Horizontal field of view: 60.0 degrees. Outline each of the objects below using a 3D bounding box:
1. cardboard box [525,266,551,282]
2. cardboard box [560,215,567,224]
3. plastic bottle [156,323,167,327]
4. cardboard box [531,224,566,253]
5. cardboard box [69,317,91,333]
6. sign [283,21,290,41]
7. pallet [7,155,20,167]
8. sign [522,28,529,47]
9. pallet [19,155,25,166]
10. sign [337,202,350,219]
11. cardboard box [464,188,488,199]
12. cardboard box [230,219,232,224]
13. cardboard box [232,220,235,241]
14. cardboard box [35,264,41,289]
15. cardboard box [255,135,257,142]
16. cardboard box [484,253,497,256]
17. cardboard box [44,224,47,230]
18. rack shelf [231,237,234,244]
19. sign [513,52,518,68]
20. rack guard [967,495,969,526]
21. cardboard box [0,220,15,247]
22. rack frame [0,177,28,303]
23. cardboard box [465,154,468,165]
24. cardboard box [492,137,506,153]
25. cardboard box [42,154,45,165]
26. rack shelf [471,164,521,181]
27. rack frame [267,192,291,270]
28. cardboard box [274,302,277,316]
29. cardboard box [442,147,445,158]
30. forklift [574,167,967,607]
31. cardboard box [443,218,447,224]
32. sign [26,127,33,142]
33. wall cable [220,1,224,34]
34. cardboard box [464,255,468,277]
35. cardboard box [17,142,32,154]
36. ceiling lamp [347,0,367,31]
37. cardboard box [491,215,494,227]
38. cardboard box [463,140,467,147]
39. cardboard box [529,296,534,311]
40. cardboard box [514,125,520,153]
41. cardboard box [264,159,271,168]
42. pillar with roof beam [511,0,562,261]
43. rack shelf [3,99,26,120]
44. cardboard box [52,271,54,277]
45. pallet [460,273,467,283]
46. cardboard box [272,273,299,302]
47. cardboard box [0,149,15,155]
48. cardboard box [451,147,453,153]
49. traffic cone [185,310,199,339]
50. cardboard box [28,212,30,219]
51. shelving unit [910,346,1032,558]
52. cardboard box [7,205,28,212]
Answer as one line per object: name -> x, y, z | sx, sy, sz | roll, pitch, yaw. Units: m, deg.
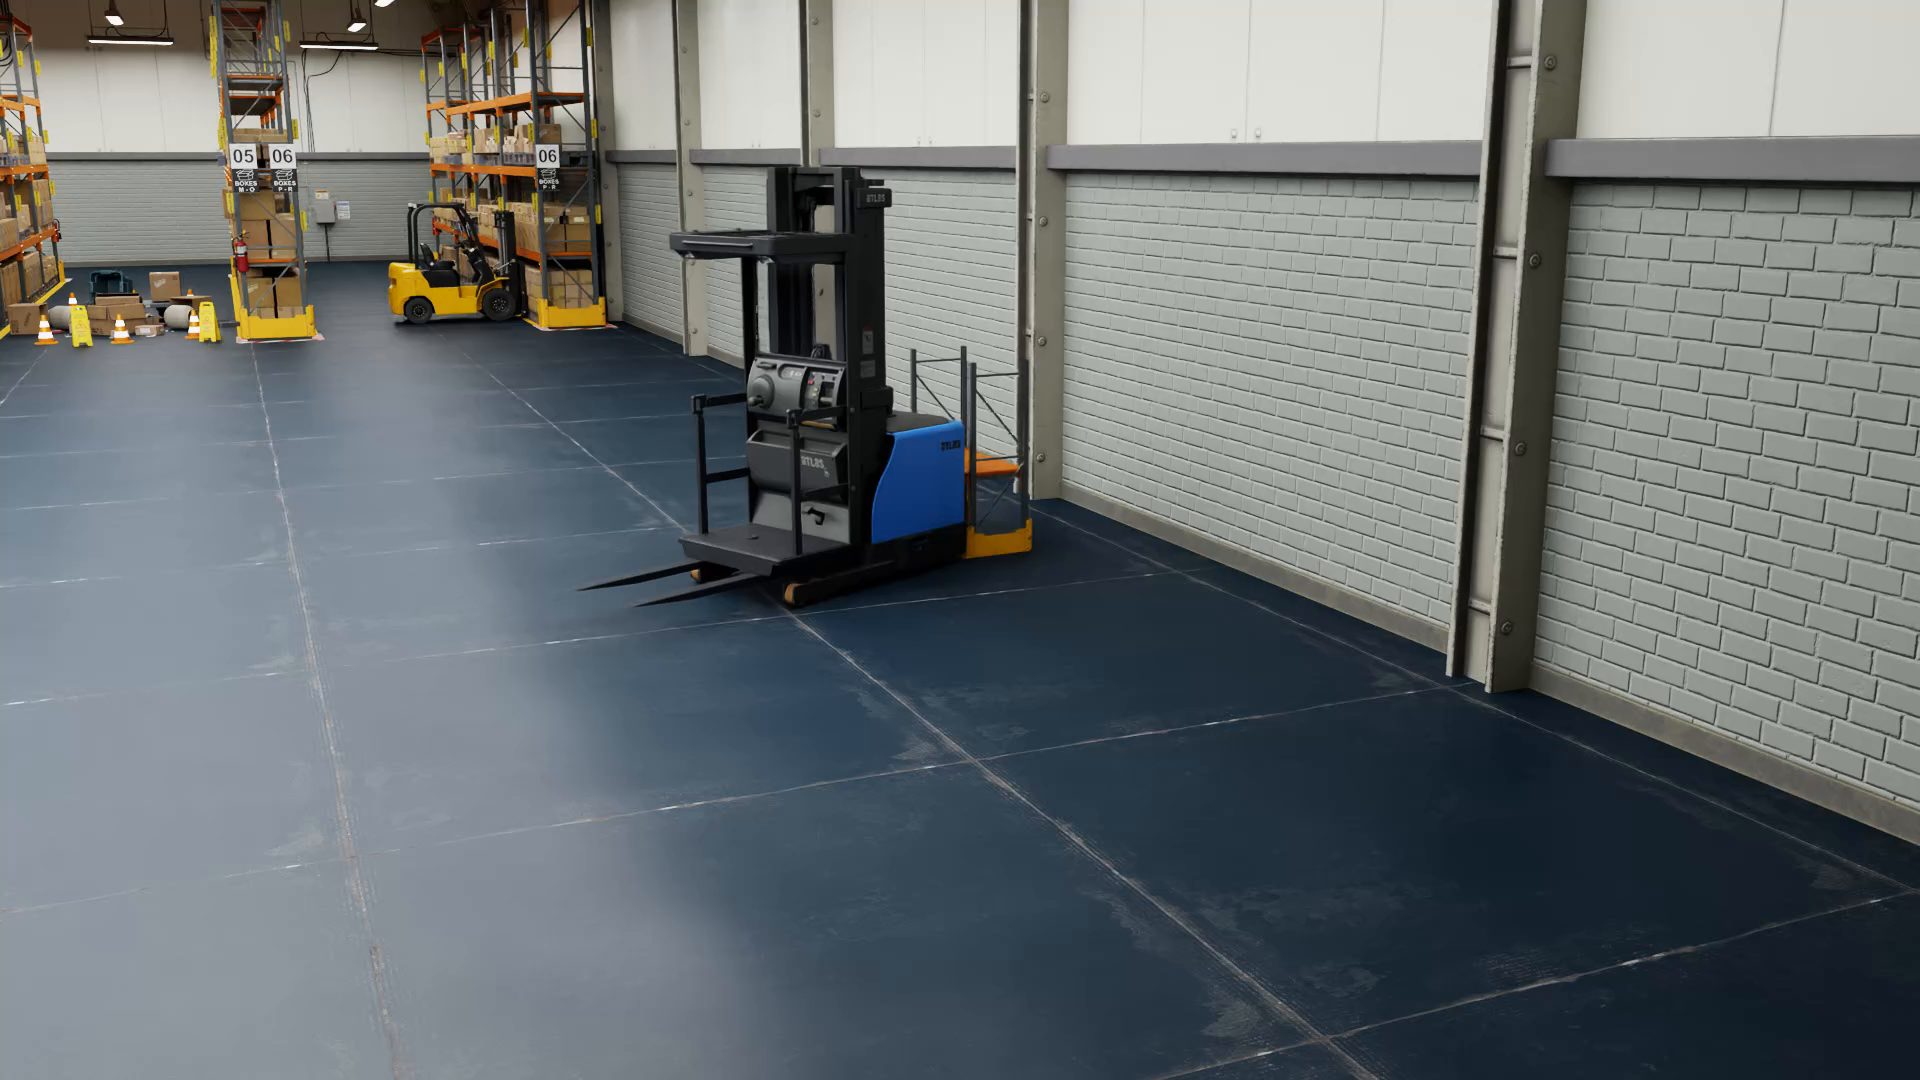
cardboard box -> -7.940, -4.995, 31.250 | 0.500, 0.250, 0.500 | -5, 14, -22
cardboard box -> -7.104, -5.871, 30.426 | 0.380, 0.149, 0.250 | -6, 14, -23
plastic bottle -> -14.398, -3.878, 29.988 | 0.133, 0.061, 0.283 | -3, 13, -13
cardboard box -> -7.486, -5.495, 30.236 | 0.500, 0.500, 0.500 | -6, 14, -24
cardboard box -> -15.316, -3.756, 29.012 | 0.396, 0.266, 0.258 | -3, 13, -13
sign -> -11.098, -8.384, 27.391 | 0.100, 0.325, 0.005 | -6, 14, -23
pallet -> -18.988, -7.345, 32.219 | 1.213, 0.211, 1.003 | -5, 14, -20
sign -> -7.551, -8.738, 28.921 | 0.100, 0.325, 0.005 | -6, 14, -23
pallet -> -20.329, -7.949, 34.826 | 1.213, 0.211, 1.003 | -6, 14, -23
sign -> -17.931, -9.588, 48.355 | 0.329, 0.494, 0.001 | -6, 14, -23
cardboard box -> -12.208, -8.616, 41.955 | 0.500, 0.500, 0.500 | -6, 14, -25
cardboard box -> -15.659, -7.029, 36.311 | 0.500, 0.250, 0.500 | -6, 14, -24
cardboard box -> -13.276, -5.823, 30.995 | 0.500, 0.500, 0.500 | -6, 14, -23
cardboard box -> -20.164, -5.681, 35.874 | 0.500, 0.500, 0.500 | -6, 14, -24
cardboard box -> -12.242, -6.854, 28.470 | 0.380, 0.149, 0.250 | -6, 14, -23
cardboard box -> -10.683, -6.403, 37.556 | 0.380, 0.149, 0.250 | -6, 14, -26
cardboard box -> -21.728, -7.379, 39.159 | 0.380, 0.149, 0.250 | -6, 14, -25
rack shelf -> -15.600, -6.634, 36.978 | 1.077, 0.370, 4.000 | -6, 14, -23
sign -> -9.746, -10.527, 36.472 | 0.100, 0.325, 0.005 | -6, 14, -23
rack guard -> -0.172, -0.217, 13.755 | 0.587, 0.250, 0.087 | -7, 15, -27
cardboard box -> -18.469, -5.877, 31.889 | 0.500, 0.500, 0.500 | -6, 14, -24
rack frame -> -19.294, -6.104, 33.090 | 1.000, 3.000, 0.127 | -6, 14, -23
cardboard box -> -10.883, -8.597, 37.543 | 0.500, 0.250, 0.500 | -6, 14, -23
cardboard box -> -9.164, -7.993, 33.646 | 0.500, 0.311, 0.500 | -6, 14, -25
cardboard box -> -21.863, -8.970, 39.154 | 0.500, 0.250, 0.500 | -6, 14, -23
rack shelf -> -9.452, -7.718, 35.010 | 1.077, 0.370, 4.000 | -6, 14, -23
rack frame -> -13.197, -5.745, 31.541 | 1.000, 3.000, 0.127 | -6, 14, -23
cardboard box -> -12.092, -4.193, 30.002 | 0.500, 0.250, 0.500 | -5, 14, -19
cardboard box -> -12.496, -9.564, 41.061 | 0.500, 0.250, 0.500 | -6, 14, -25
forklift -> -1.304, -1.098, 11.613 | 1.130, 2.935, 3.031 | 11, 17, 40
cardboard box -> -12.982, -8.135, 42.425 | 0.380, 0.149, 0.250 | -5, 14, -22
sign -> -20.390, -8.886, 36.439 | 0.100, 0.325, 0.005 | -6, 14, -23
wall cable -> -21.500, -15.417, 45.389 | 2.355, 3.000, 0.029 | -6, 14, -23
cardboard box -> -11.449, -6.501, 39.419 | 0.500, 0.500, 0.500 | -6, 14, -25
cardboard box -> -20.870, -8.683, 36.806 | 0.500, 0.250, 0.500 | -5, 14, -21
ceiling lamp -> -13.533, -13.242, 37.682 | 0.800, 3.185, 2.000 | -6, 14, -23
cardboard box -> -9.494, -6.655, 34.696 | 0.500, 0.250, 0.500 | -5, 14, -22
cardboard box -> -11.078, -9.009, 37.778 | 0.380, 0.149, 0.250 | -6, 14, -24
cardboard box -> -7.716, -4.405, 30.917 | 0.500, 0.250, 0.500 | -6, 14, -23
cardboard box -> -7.967, -7.547, 31.293 | 0.797, 0.503, 0.637 | -5, 14, -21
cardboard box -> -11.617, -6.402, 28.283 | 0.380, 0.149, 0.250 | -6, 14, -25
pillar with roof beam -> -12.849, -9.367, 33.884 | 9.100, 9.000, 0.548 | -6, 14, -23
rack shelf -> -20.096, -8.894, 34.325 | 1.077, 0.370, 4.000 | -6, 14, -23
cardboard box -> -21.604, -6.279, 39.239 | 0.380, 0.149, 0.250 | -6, 14, -25
pallet -> -11.495, -6.324, 40.226 | 1.003, 0.211, 1.213 | -6, 14, -23
cardboard box -> -11.888, -4.453, 29.463 | 0.500, 0.500, 0.500 | -6, 14, -25
cardboard box -> -19.279, -7.756, 33.354 | 0.500, 0.500, 0.500 | -6, 14, -23
cardboard box -> -11.688, -9.131, 38.921 | 0.380, 0.149, 0.250 | -6, 14, -24
traffic cone -> -12.949, -3.655, 28.137 | 0.336, 0.463, 0.334 | -6, 14, -23
cardboard box -> -20.556, -7.093, 36.330 | 0.380, 0.149, 0.250 | -5, 14, -21
shelving unit -> 0.059, -0.727, 13.184 | 0.587, 1.500, 1.083 | -7, 15, -27
cardboard box -> -20.449, -7.181, 36.053 | 0.380, 0.149, 0.250 | -6, 14, -25
